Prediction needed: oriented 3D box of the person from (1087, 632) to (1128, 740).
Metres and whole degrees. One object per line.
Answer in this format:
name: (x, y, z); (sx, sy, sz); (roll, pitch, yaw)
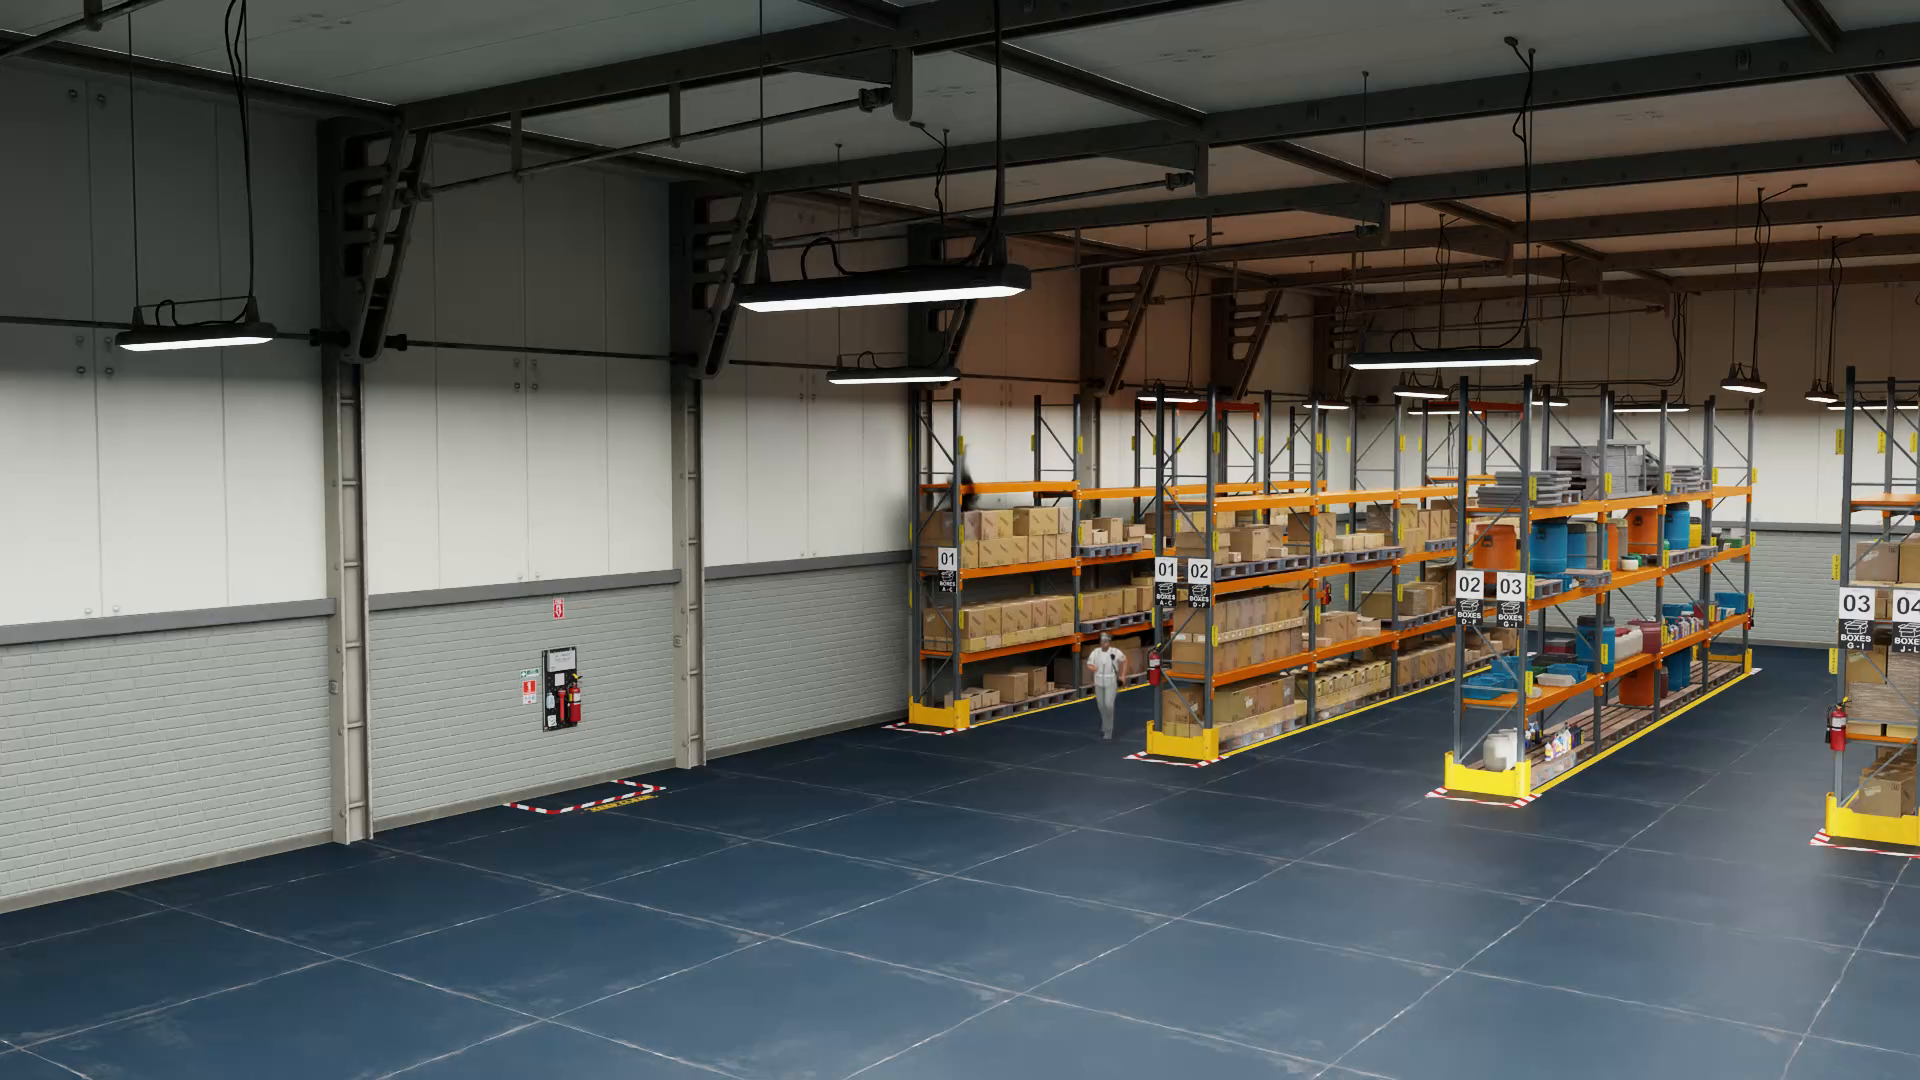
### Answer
person: (2.509, 2.496, 28.542); (0.650, 1.848, 0.869); (1, 3, 19)
